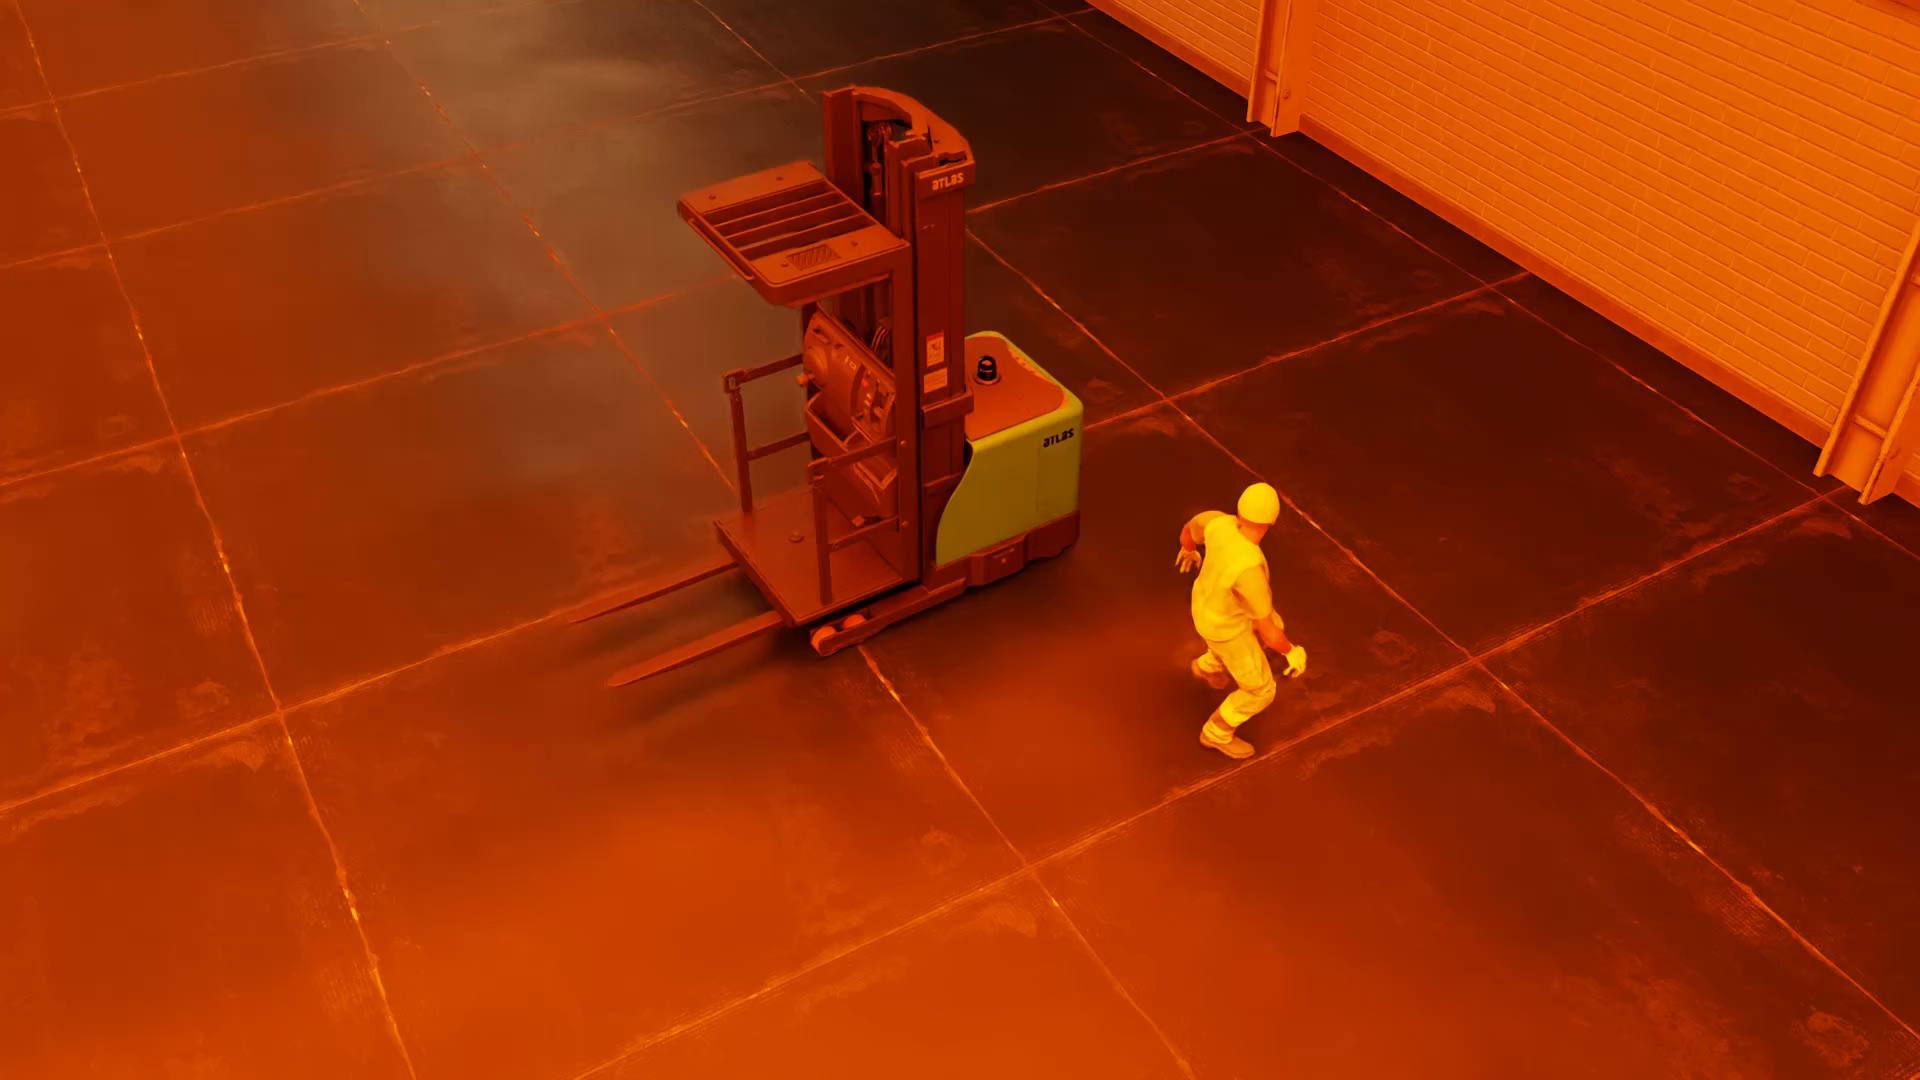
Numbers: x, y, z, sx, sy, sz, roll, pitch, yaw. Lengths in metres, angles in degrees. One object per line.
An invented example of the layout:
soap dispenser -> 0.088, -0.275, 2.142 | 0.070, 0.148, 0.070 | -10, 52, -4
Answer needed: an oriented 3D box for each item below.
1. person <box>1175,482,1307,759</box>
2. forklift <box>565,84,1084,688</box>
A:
person -> 1.448, 0.365, 8.589 | 0.620, 1.676, 0.831 | 1, 40, 1
forklift -> -0.788, -0.852, 9.064 | 3.031, 2.935, 1.130 | -22, 44, -24
